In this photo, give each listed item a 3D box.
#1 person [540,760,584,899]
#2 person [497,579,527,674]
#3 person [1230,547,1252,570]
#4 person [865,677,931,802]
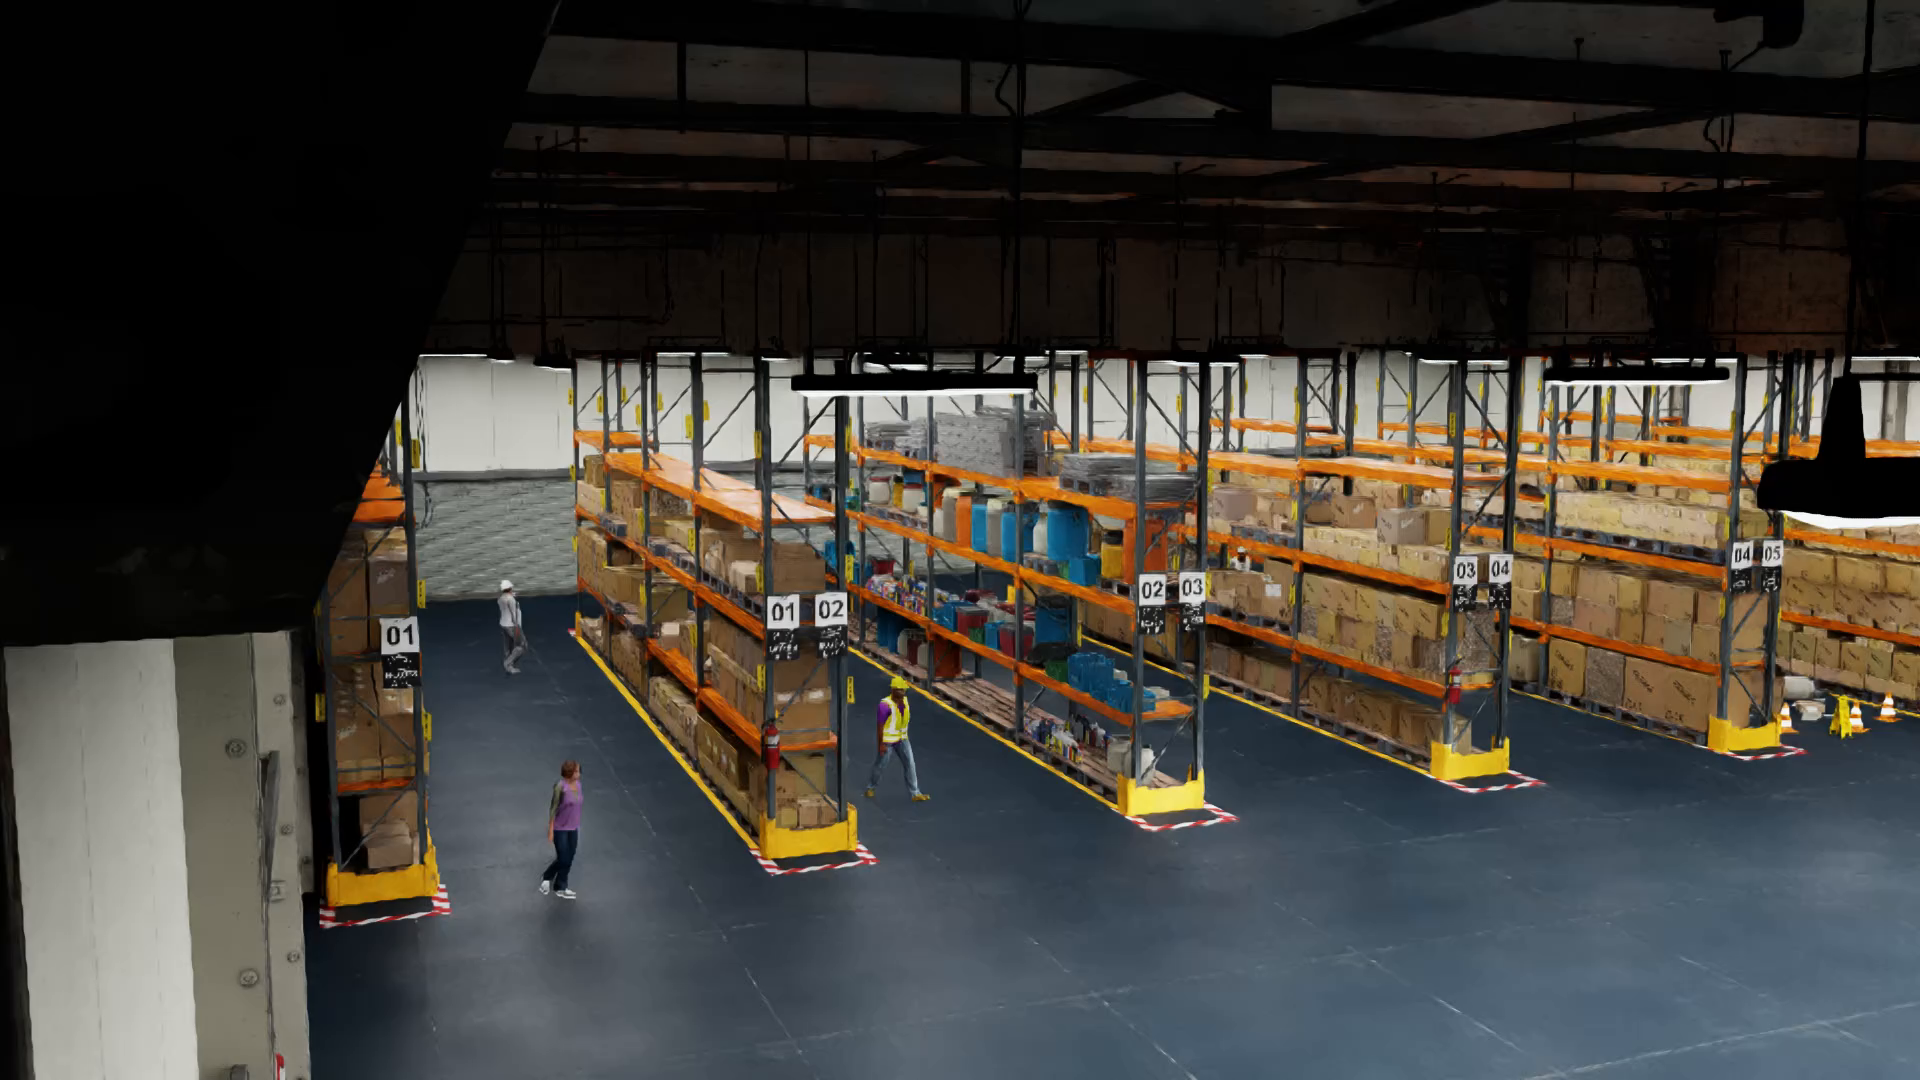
[{"bbox_3d":[-4.467,3.235,18.639,0.478,1.590,0.474,4,8,29],"label":"person"},{"bbox_3d":[-8.365,1.613,30.916,0.569,1.770,0.447,7,10,44],"label":"person"},{"bbox_3d":[6.081,0.969,36.305,0.702,1.734,0.549,-3,8,-22],"label":"person"},{"bbox_3d":[-0.880,2.694,22.529,0.621,1.725,0.959,-7,10,-43],"label":"person"}]
